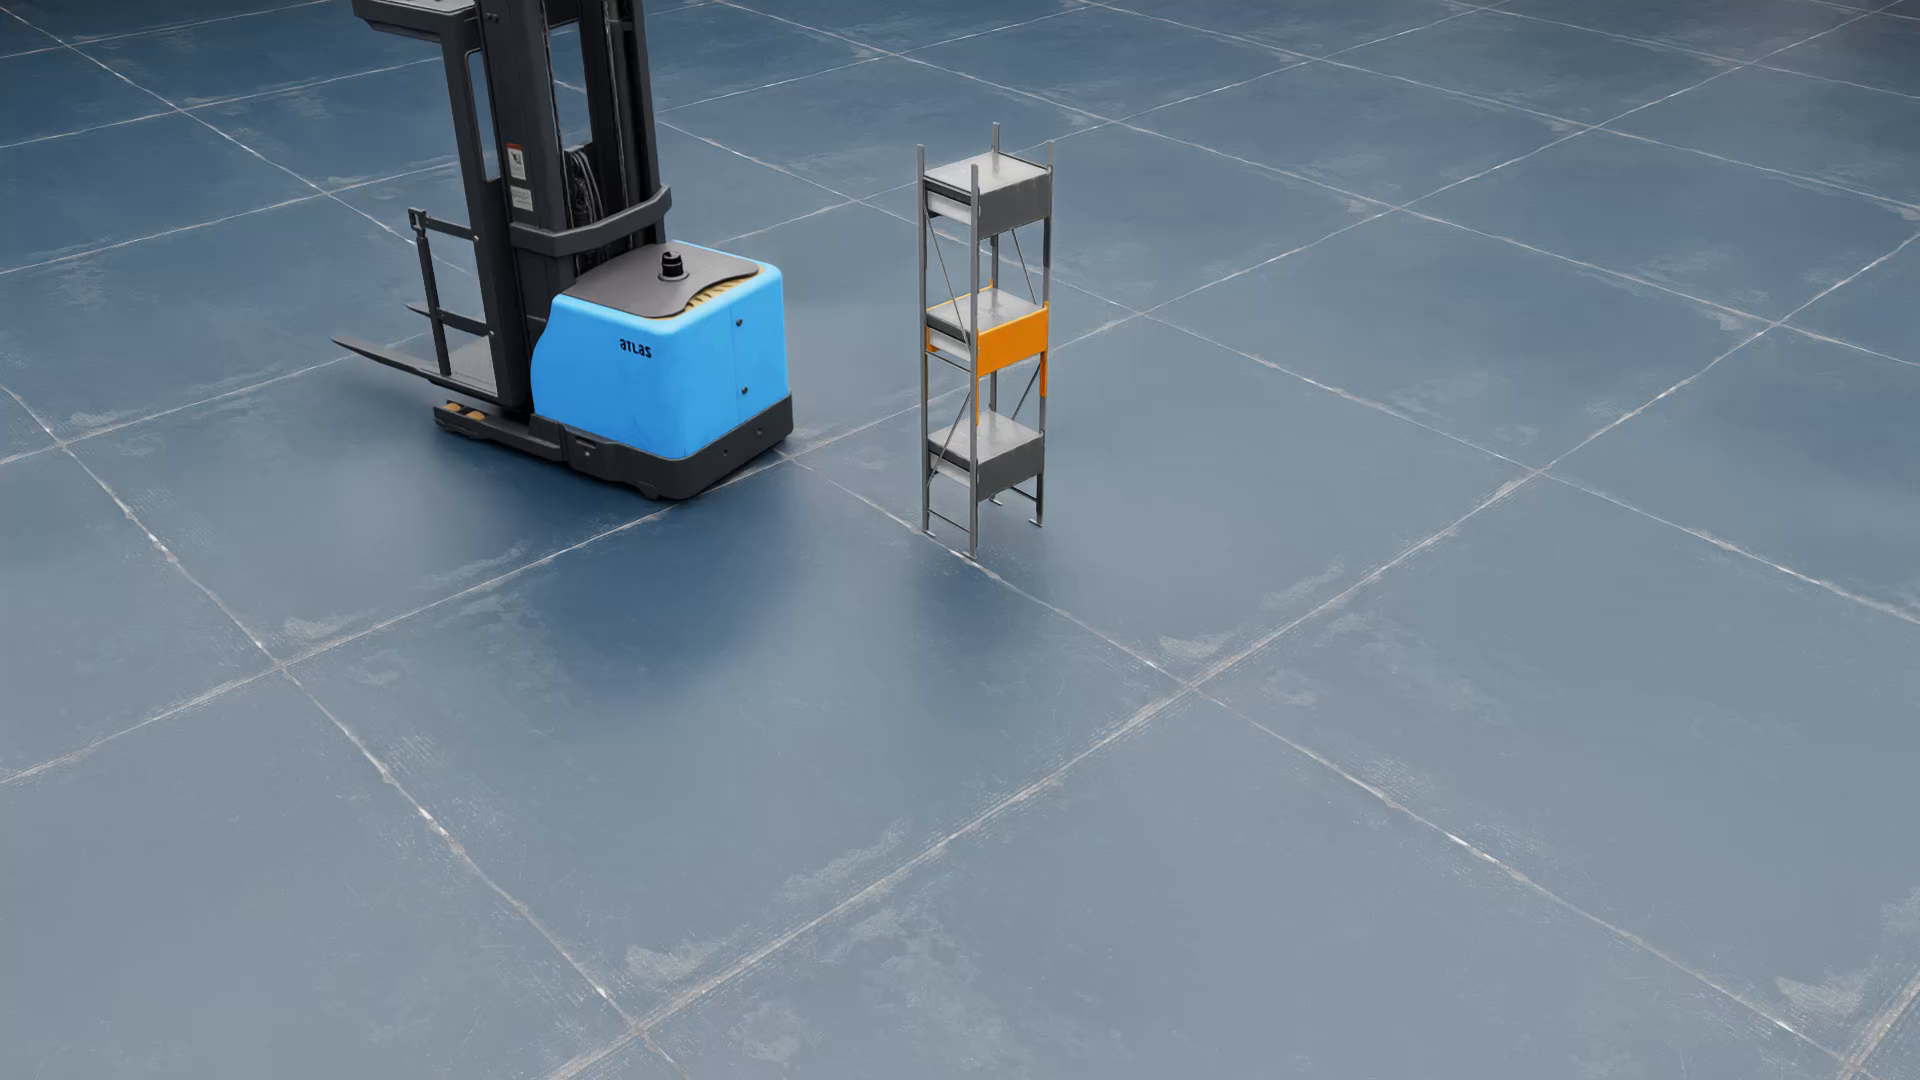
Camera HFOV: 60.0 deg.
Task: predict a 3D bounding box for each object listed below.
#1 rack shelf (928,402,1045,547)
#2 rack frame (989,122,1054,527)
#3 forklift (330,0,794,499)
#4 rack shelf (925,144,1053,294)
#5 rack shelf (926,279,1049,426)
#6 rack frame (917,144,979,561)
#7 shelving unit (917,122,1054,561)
[{"bbox_3d":[0.121,-0.346,8.671,0.480,0.518,0.431,-26,40,-35],"label":"rack shelf"},{"bbox_3d":[0.300,-1.041,8.440,0.015,2.100,0.400,-26,40,-35],"label":"rack frame"},{"bbox_3d":[-2.485,-2.044,9.284,3.031,2.935,1.130,18,36,27],"label":"forklift"},{"bbox_3d":[0.121,-1.540,7.940,0.480,0.518,0.431,-26,40,-35],"label":"rack shelf"},{"bbox_3d":[0.121,-0.943,8.305,0.480,0.518,0.431,-26,40,-35],"label":"rack shelf"},{"bbox_3d":[-0.058,-0.868,8.157,0.015,2.100,0.400,-26,40,-35],"label":"rack frame"},{"bbox_3d":[0.121,-0.955,8.298,0.503,2.100,0.431,-26,40,-35],"label":"shelving unit"}]
